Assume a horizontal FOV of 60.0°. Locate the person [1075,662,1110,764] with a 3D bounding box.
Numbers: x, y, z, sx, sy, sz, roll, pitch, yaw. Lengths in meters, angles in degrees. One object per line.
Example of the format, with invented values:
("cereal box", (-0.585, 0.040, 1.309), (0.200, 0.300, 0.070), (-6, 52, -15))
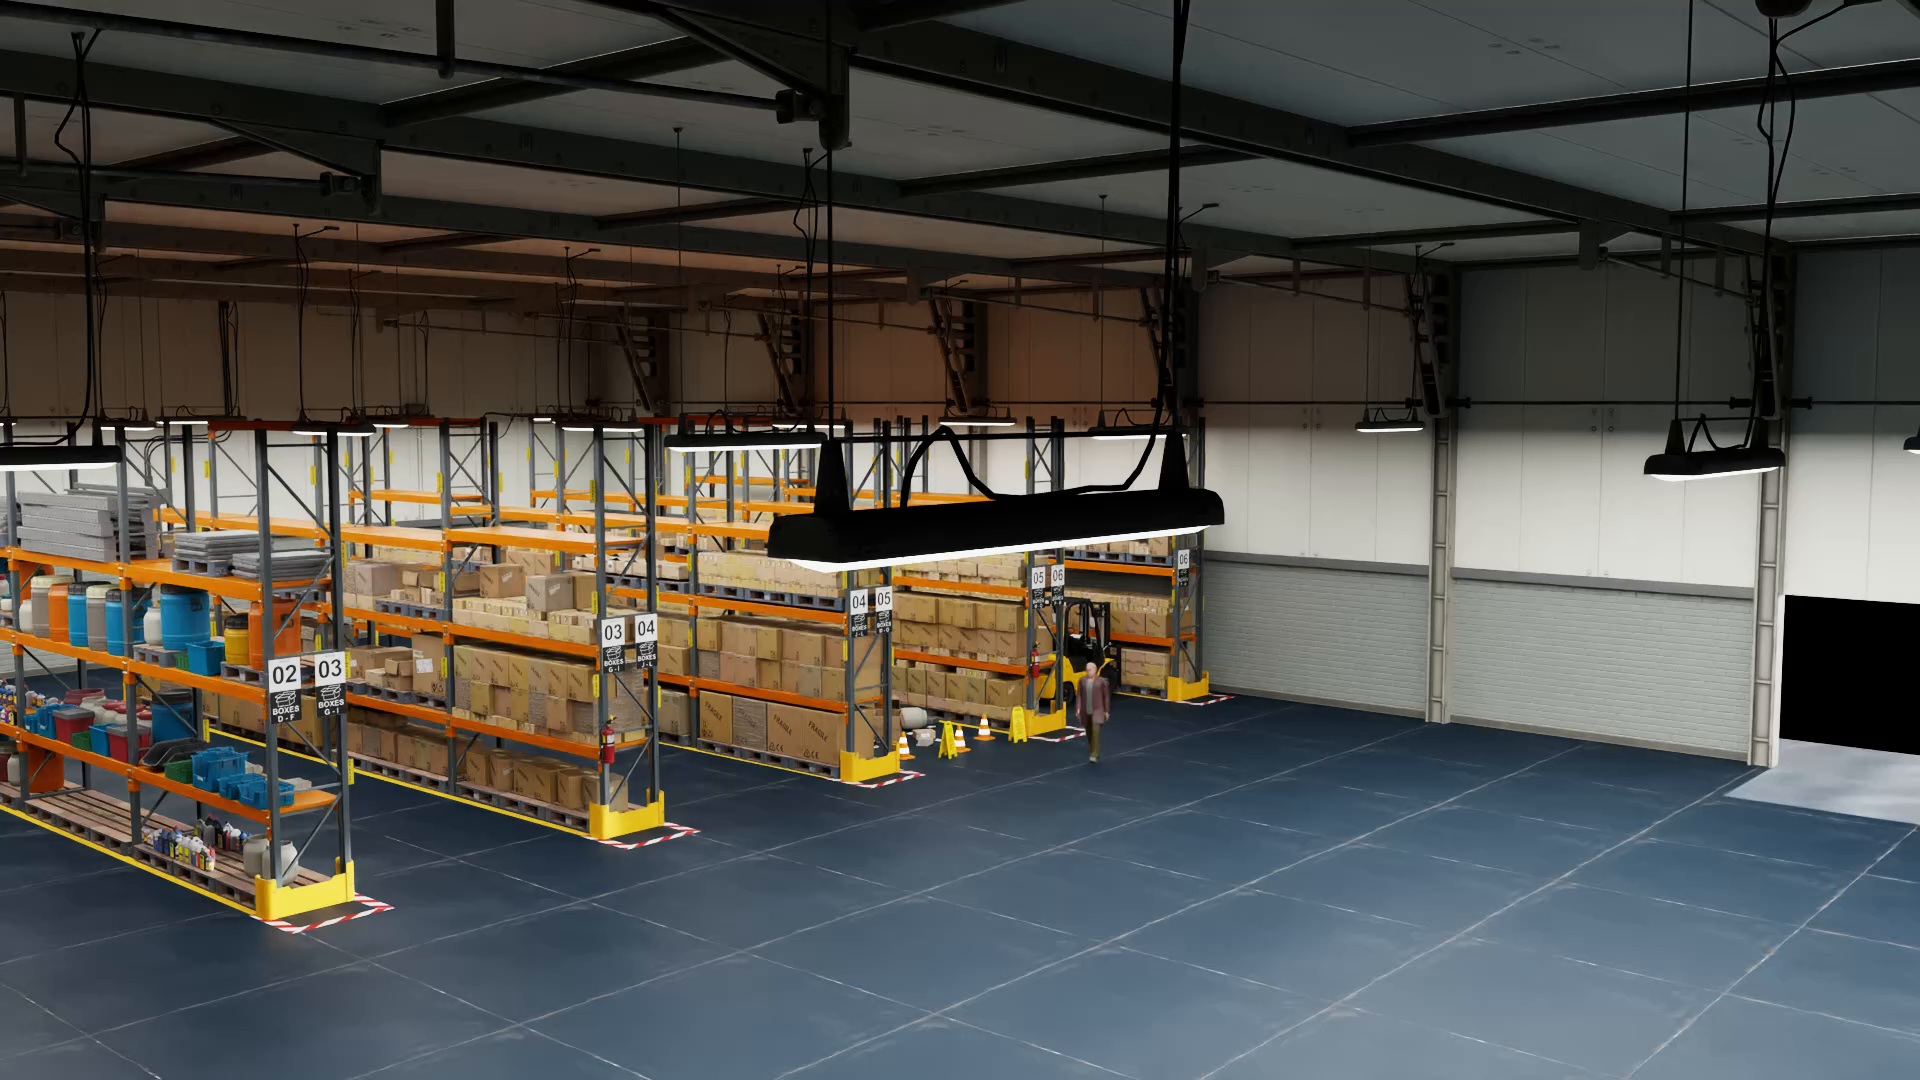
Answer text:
("person", (2.313, 3.028, 29.306), (0.586, 1.753, 0.955), (3, 5, 29))
